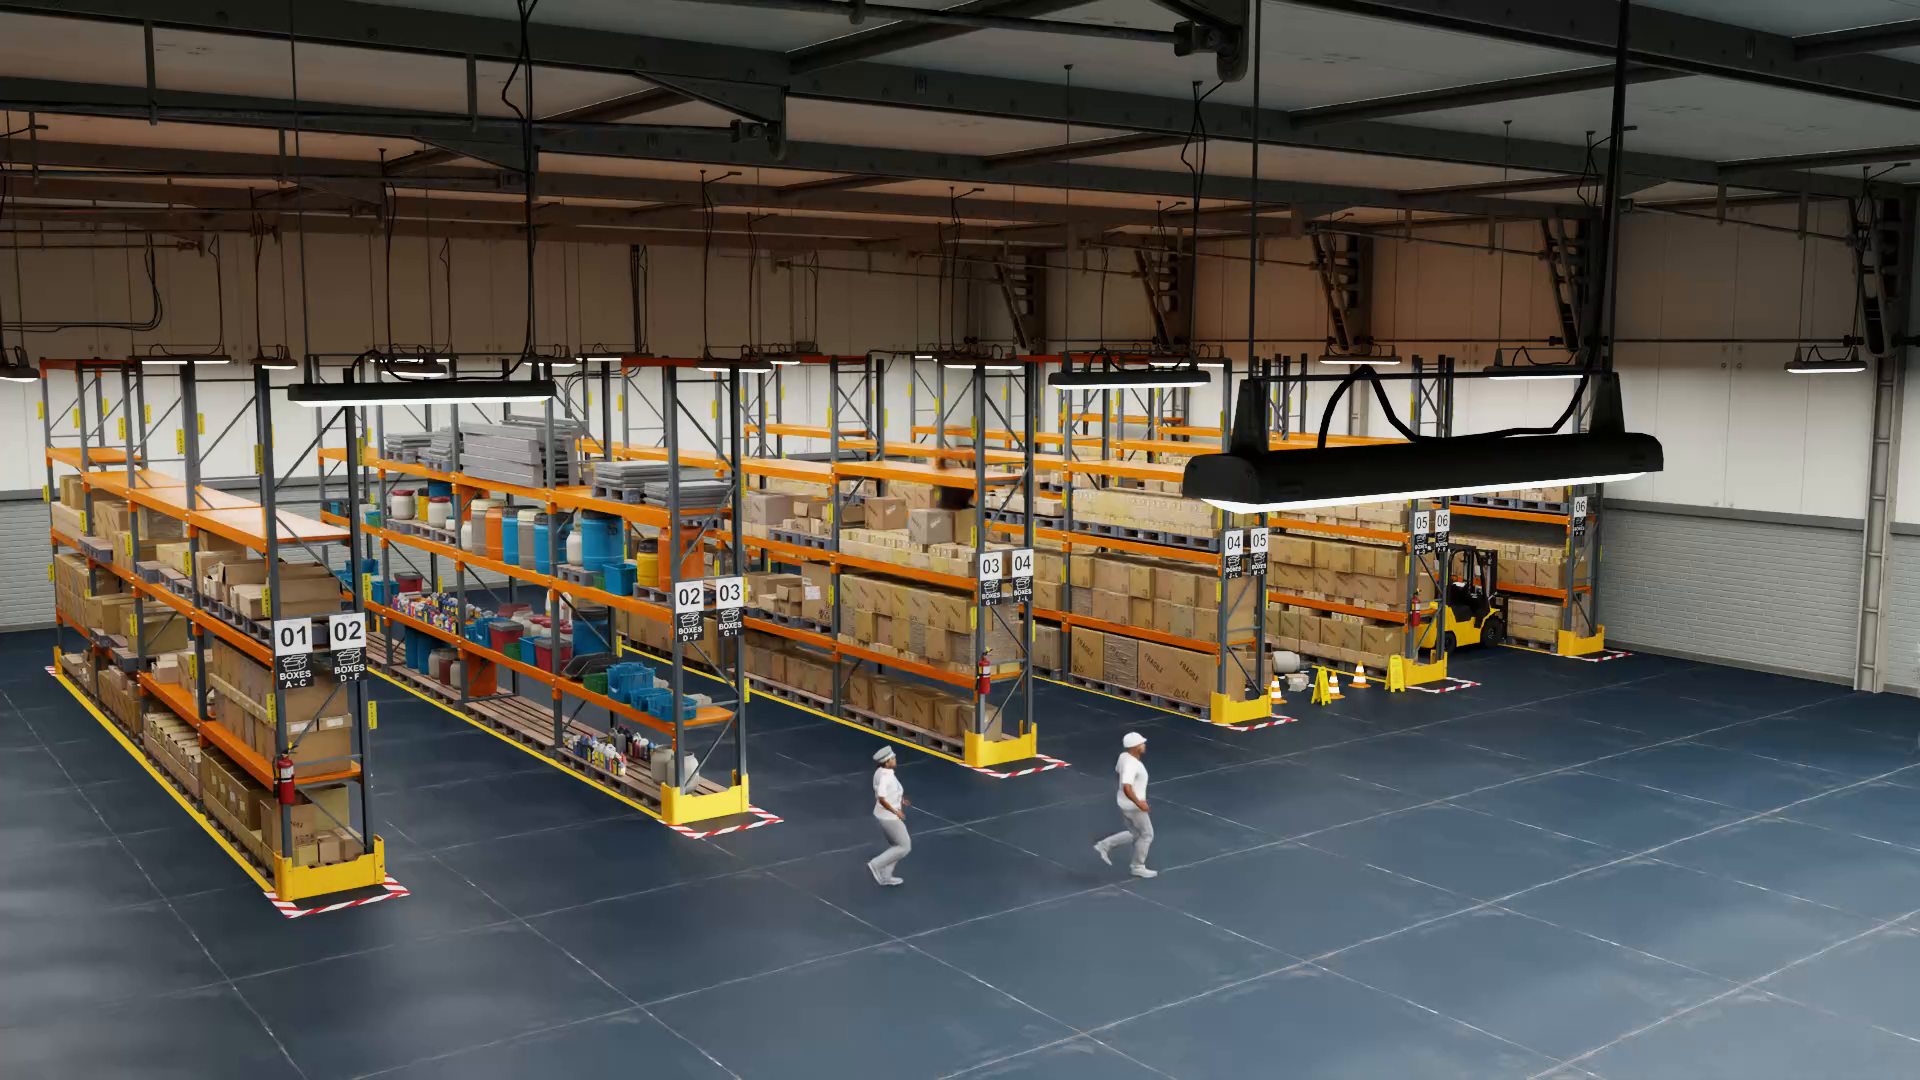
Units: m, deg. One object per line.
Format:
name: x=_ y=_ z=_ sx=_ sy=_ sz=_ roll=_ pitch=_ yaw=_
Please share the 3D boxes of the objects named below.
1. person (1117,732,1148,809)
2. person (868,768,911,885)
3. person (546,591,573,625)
person: x=2.037 y=2.702 z=19.608 sx=0.343 sy=0.874 sz=0.436 roll=-1 pitch=7 yaw=-7
person: x=-0.849 y=3.331 z=19.320 sx=0.510 sy=1.384 sz=0.411 roll=-2 pitch=7 yaw=-16
person: x=-7.643 y=1.369 z=31.838 sx=0.560 sy=0.924 sz=0.701 roll=6 pitch=9 yaw=42
